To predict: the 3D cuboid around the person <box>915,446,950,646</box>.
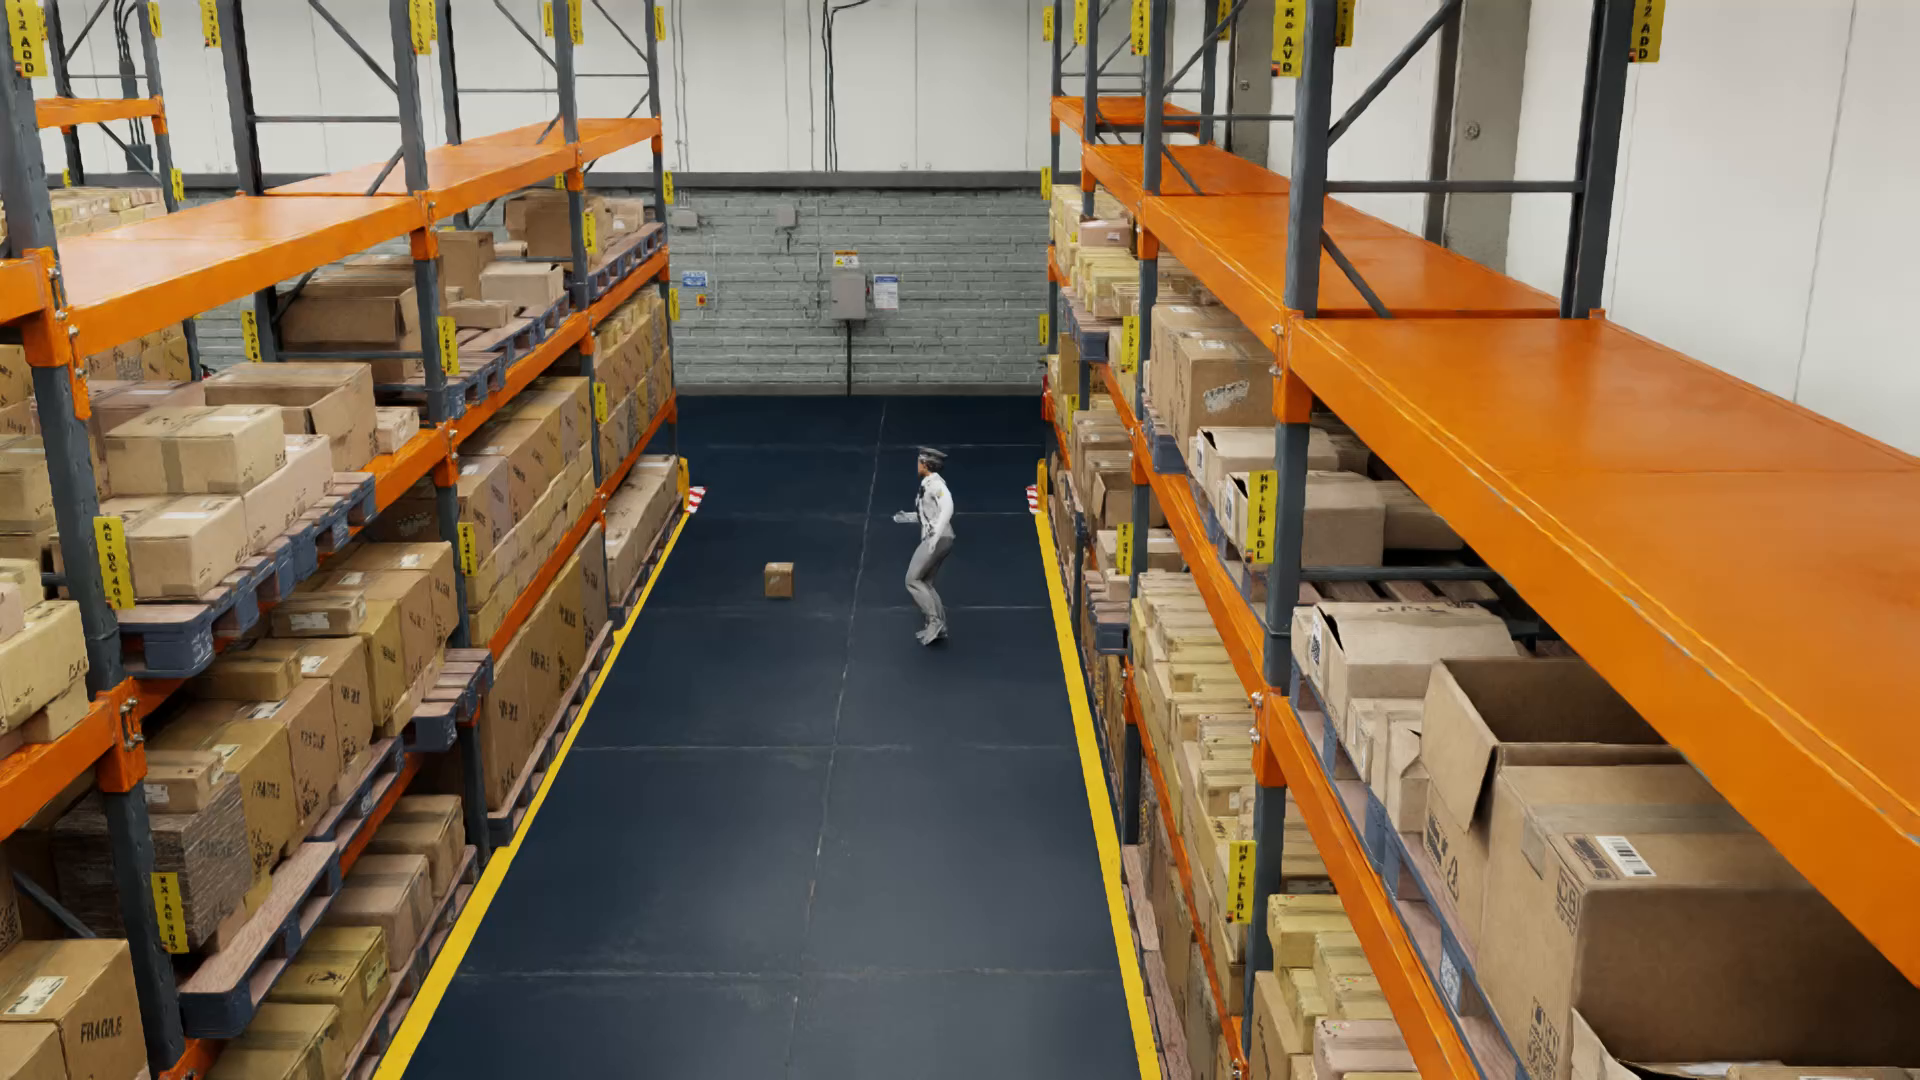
[{"bbox_3d":[-0.233,0.046,14.113,0.312,1.537,0.850,-1,17,-2],"label":"person"}]
